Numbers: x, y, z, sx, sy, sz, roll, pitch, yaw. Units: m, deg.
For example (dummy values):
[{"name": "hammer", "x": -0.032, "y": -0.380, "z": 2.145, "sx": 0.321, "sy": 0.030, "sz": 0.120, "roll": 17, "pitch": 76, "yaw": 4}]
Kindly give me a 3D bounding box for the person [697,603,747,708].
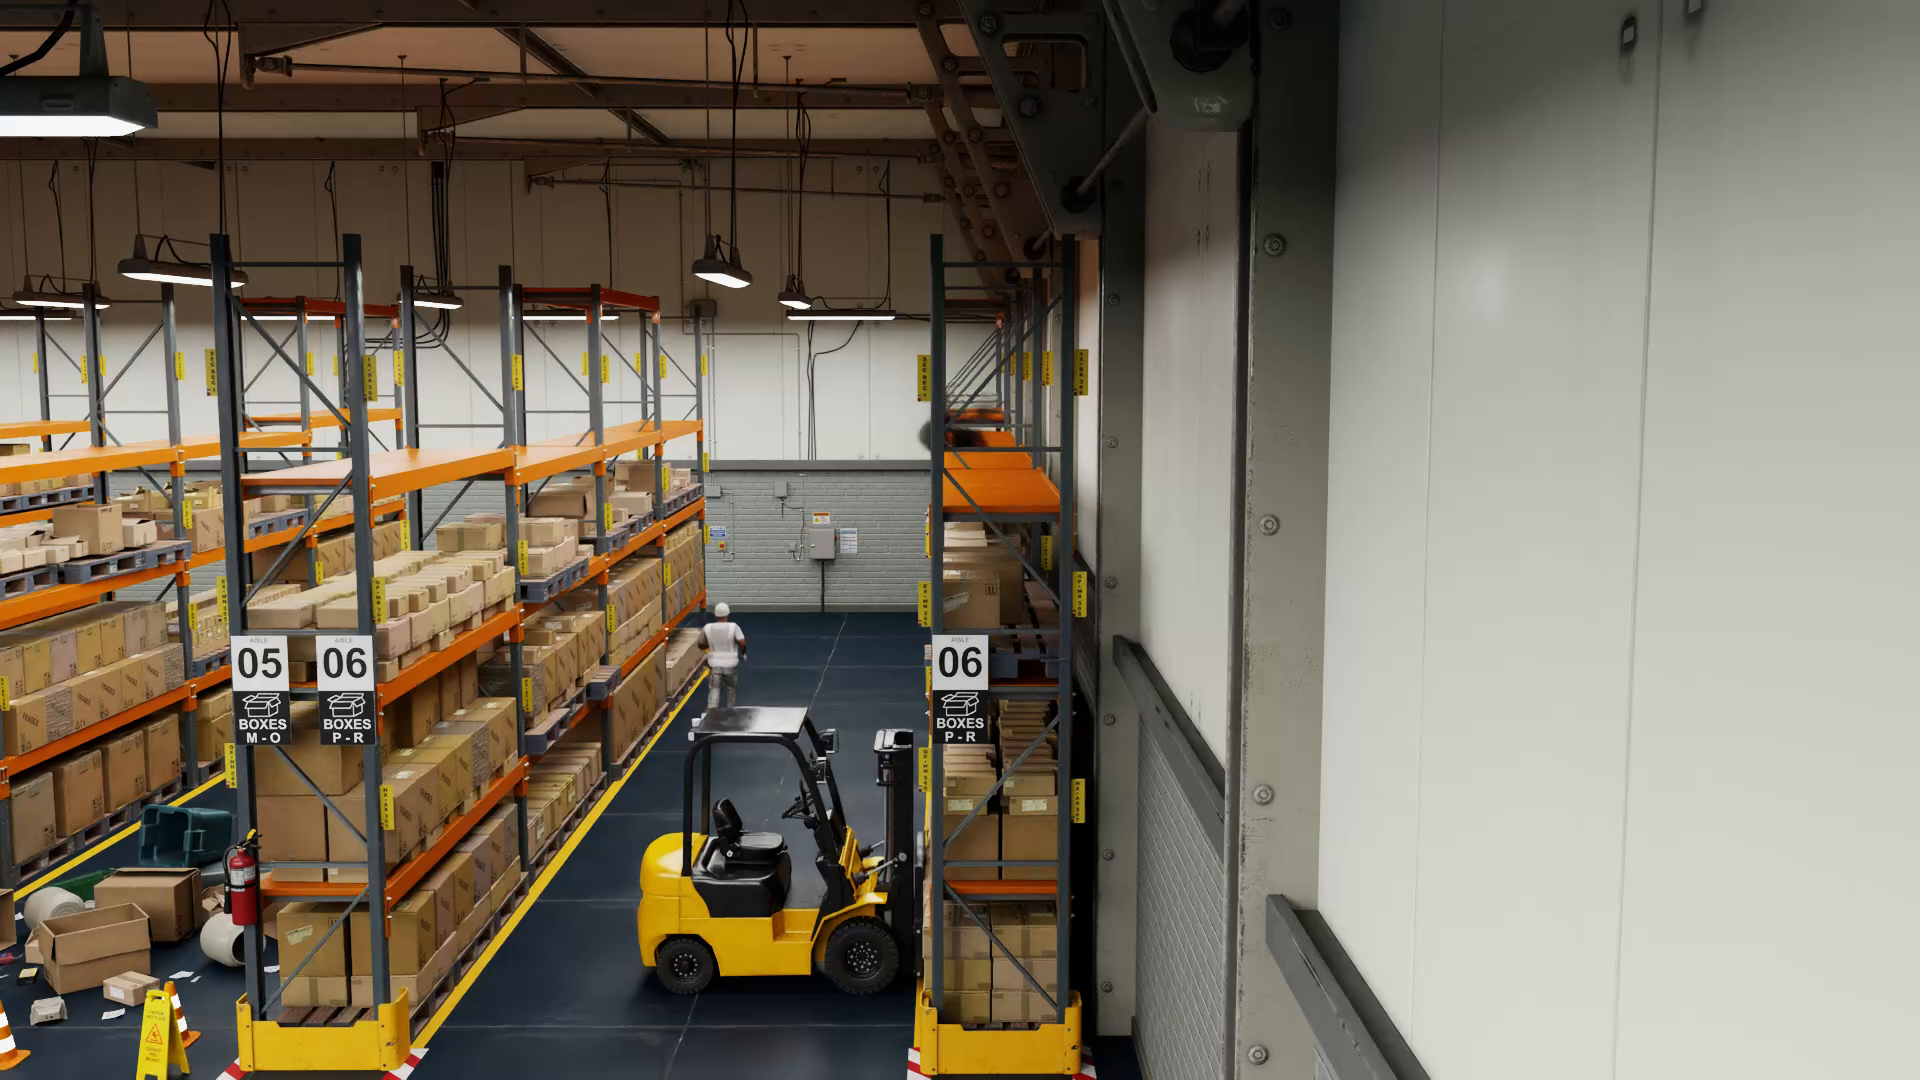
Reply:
[{"name": "person", "x": -3.289, "y": 1.737, "z": 23.074, "sx": 0.696, "sy": 1.763, "sz": 0.941, "roll": 0, "pitch": 6, "yaw": -1}]
